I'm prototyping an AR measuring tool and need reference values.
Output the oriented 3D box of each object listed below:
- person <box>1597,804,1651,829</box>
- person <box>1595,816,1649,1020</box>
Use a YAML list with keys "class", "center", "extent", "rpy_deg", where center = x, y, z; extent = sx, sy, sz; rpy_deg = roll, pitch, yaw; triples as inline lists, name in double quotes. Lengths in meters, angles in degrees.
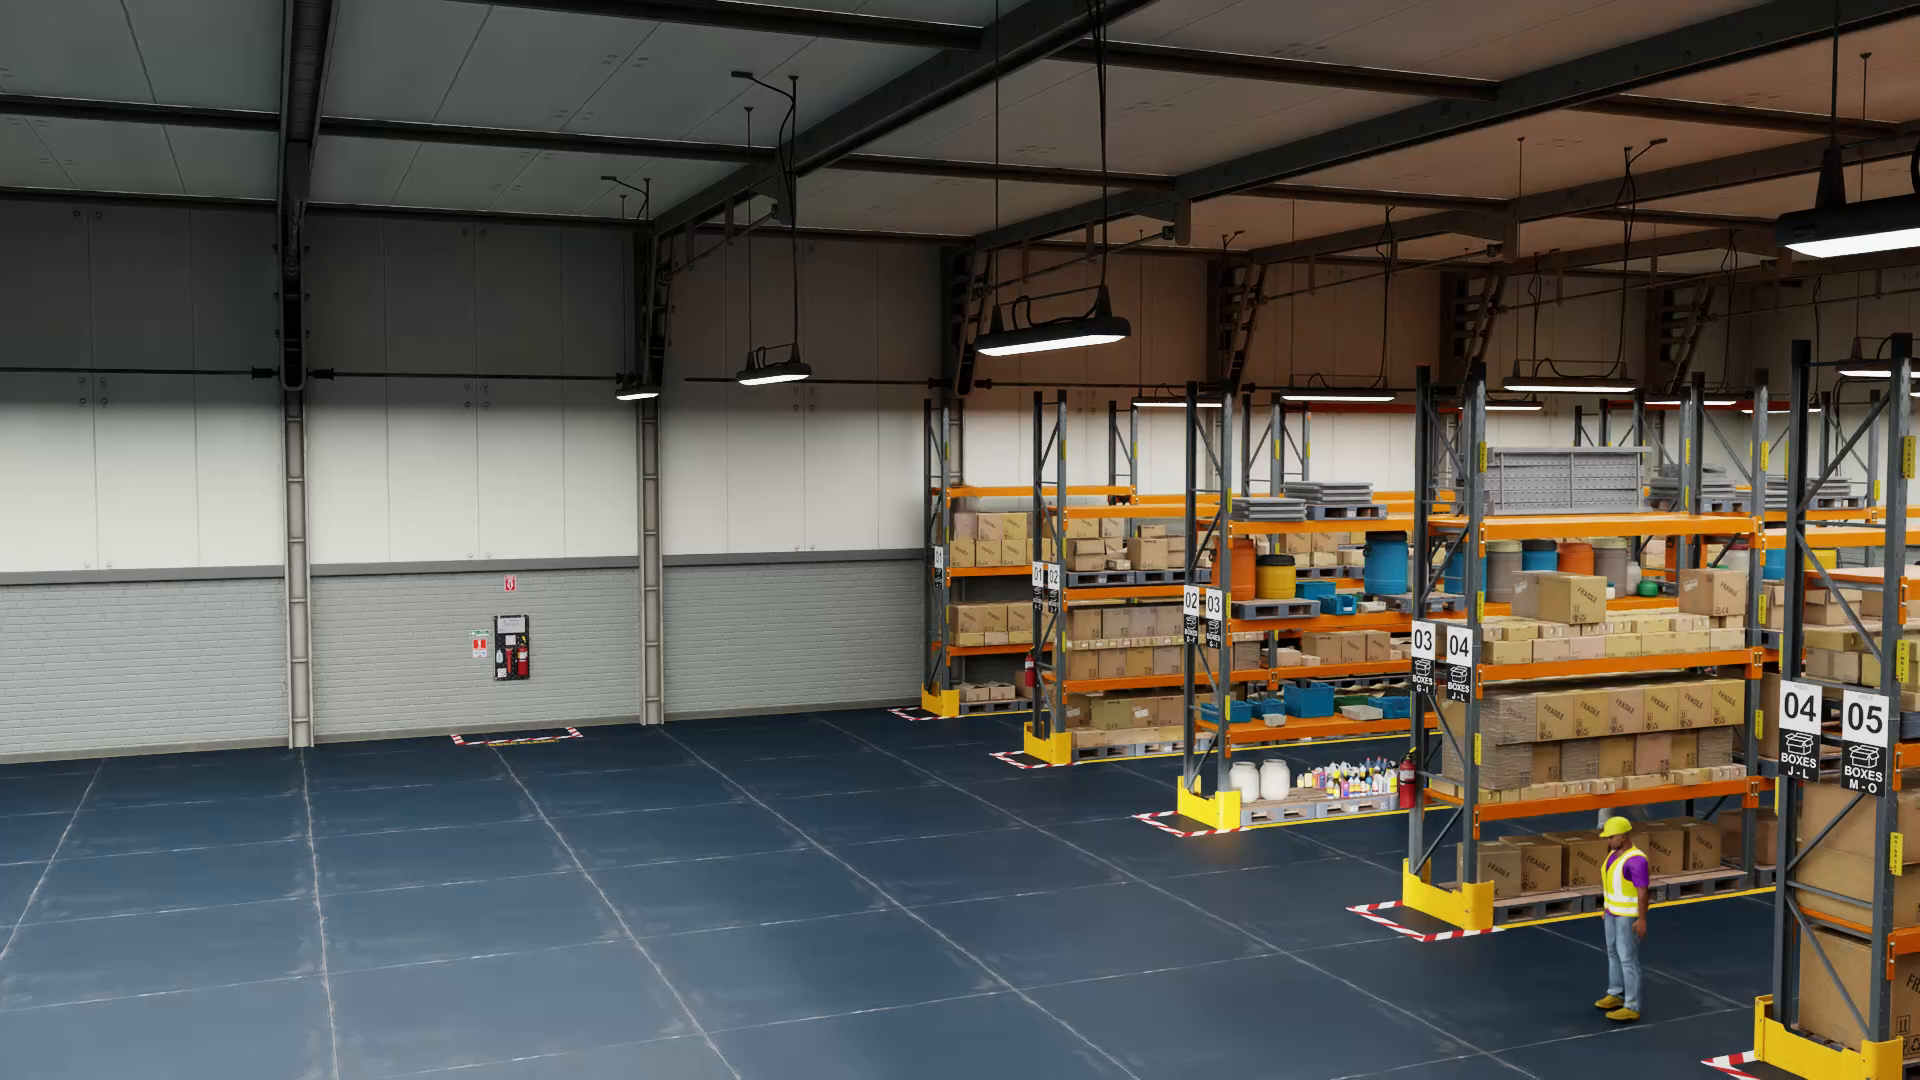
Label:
- class: "person"
  center: [8.472, 3.073, 21.188]
  extent: [0.923, 1.789, 0.492]
  rpy_deg: [-1, 4, -21]
- class: "person"
  center: [5.971, 3.388, 15.061]
  extent: [0.418, 1.767, 0.625]
  rpy_deg: [0, 3, -2]
